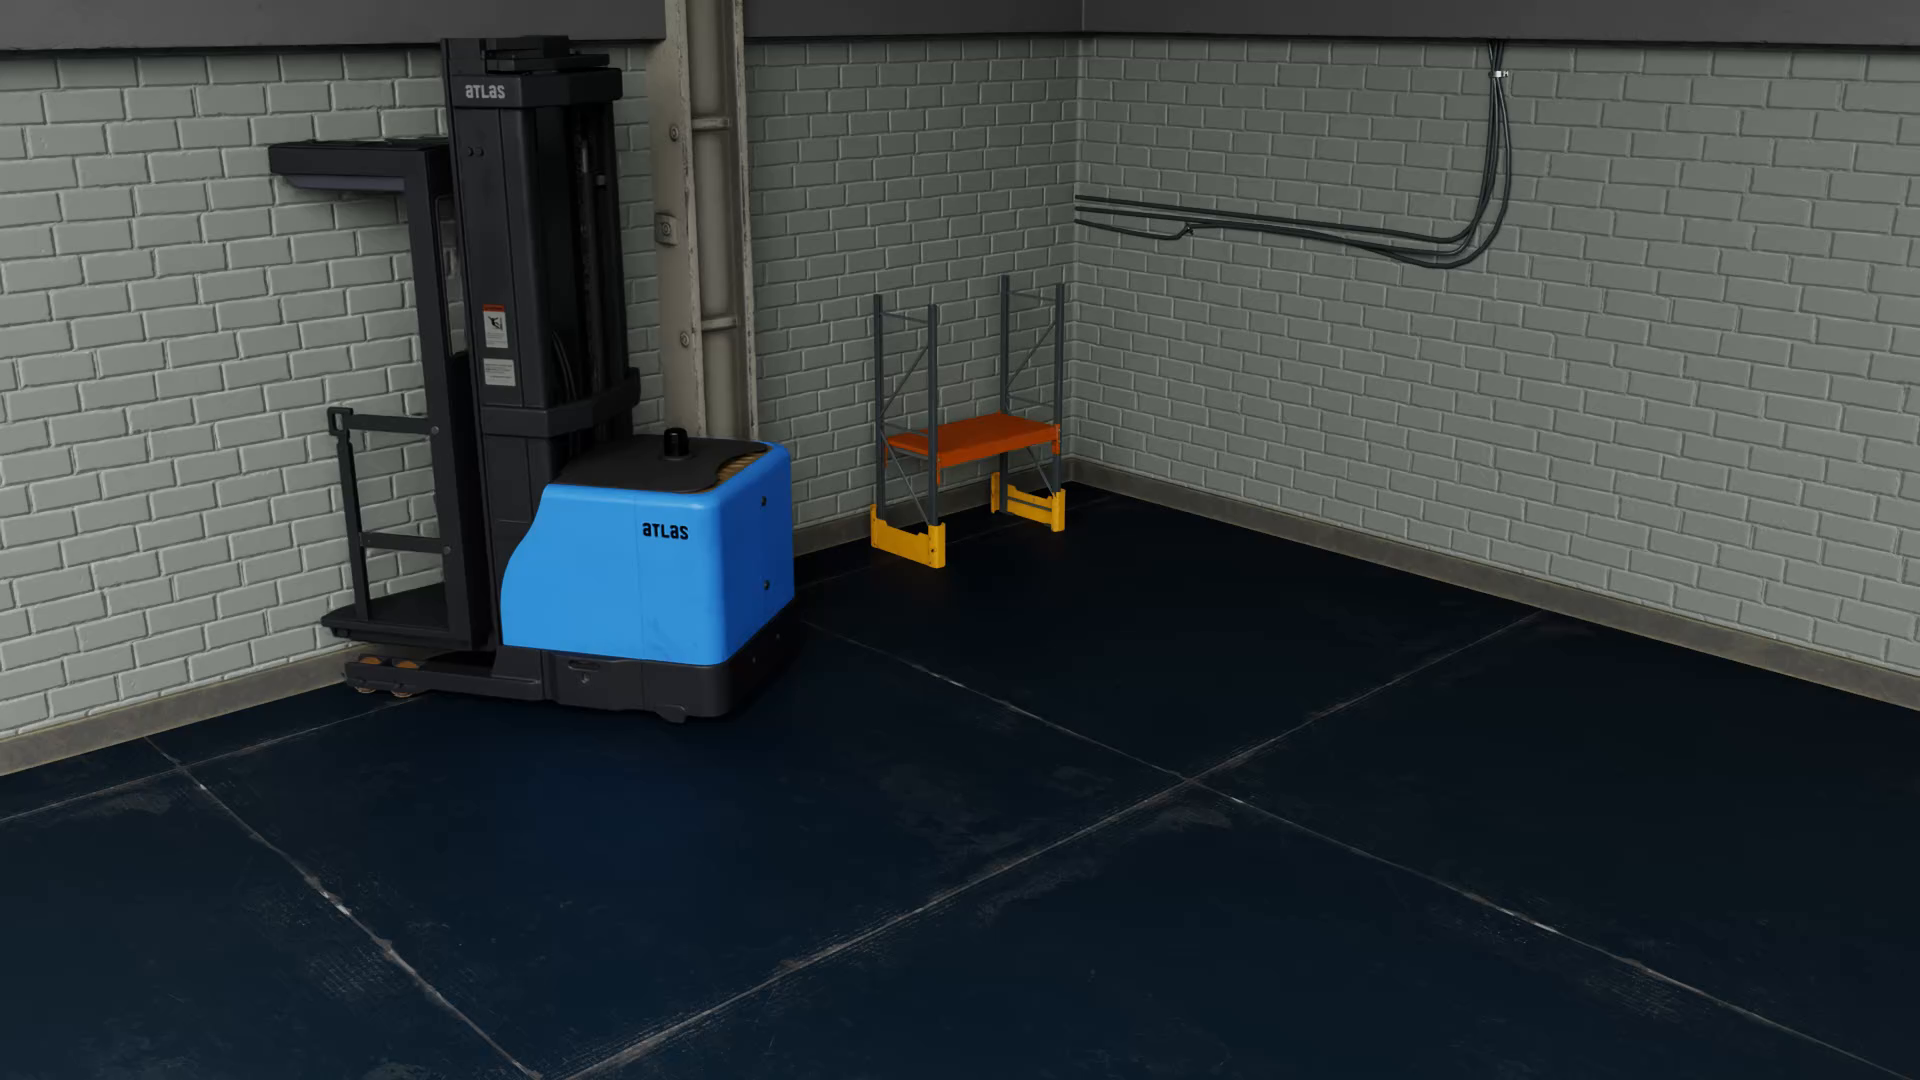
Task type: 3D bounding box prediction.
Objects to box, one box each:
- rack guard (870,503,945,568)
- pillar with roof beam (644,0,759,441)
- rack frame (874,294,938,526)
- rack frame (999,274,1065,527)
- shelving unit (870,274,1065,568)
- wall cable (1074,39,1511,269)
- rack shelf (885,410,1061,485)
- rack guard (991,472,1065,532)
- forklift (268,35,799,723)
[{"bbox_3d":[-0.306,-0.030,9.670,0.087,0.250,0.587,-16,24,-41],"label":"rack guard"},{"bbox_3d":[1.631,-3.060,4.834,0.400,9.000,9.100,-16,24,-41],"label":"pillar with roof beam"},{"bbox_3d":[-0.307,-0.624,9.477,0.032,1.500,0.500,-16,24,-41],"label":"rack frame"},{"bbox_3d":[0.431,-0.839,10.141,0.032,1.500,0.500,-16,24,-41],"label":"rack frame"},{"bbox_3d":[0.055,-0.730,9.803,1.083,1.500,0.587,-16,24,-41],"label":"shelving unit"},{"bbox_3d":[1.722,-2.876,9.299,0.112,2.526,3.097,-16,24,-41],"label":"wall cable"},{"bbox_3d":[0.062,-0.560,9.865,1.000,0.185,0.538,-16,24,-41],"label":"rack shelf"},{"bbox_3d":[0.417,-0.241,10.321,0.087,0.250,0.587,-16,24,-41],"label":"rack guard"},{"bbox_3d":[-2.368,-0.812,7.738,3.031,2.935,1.130,5,19,14],"label":"forklift"}]
